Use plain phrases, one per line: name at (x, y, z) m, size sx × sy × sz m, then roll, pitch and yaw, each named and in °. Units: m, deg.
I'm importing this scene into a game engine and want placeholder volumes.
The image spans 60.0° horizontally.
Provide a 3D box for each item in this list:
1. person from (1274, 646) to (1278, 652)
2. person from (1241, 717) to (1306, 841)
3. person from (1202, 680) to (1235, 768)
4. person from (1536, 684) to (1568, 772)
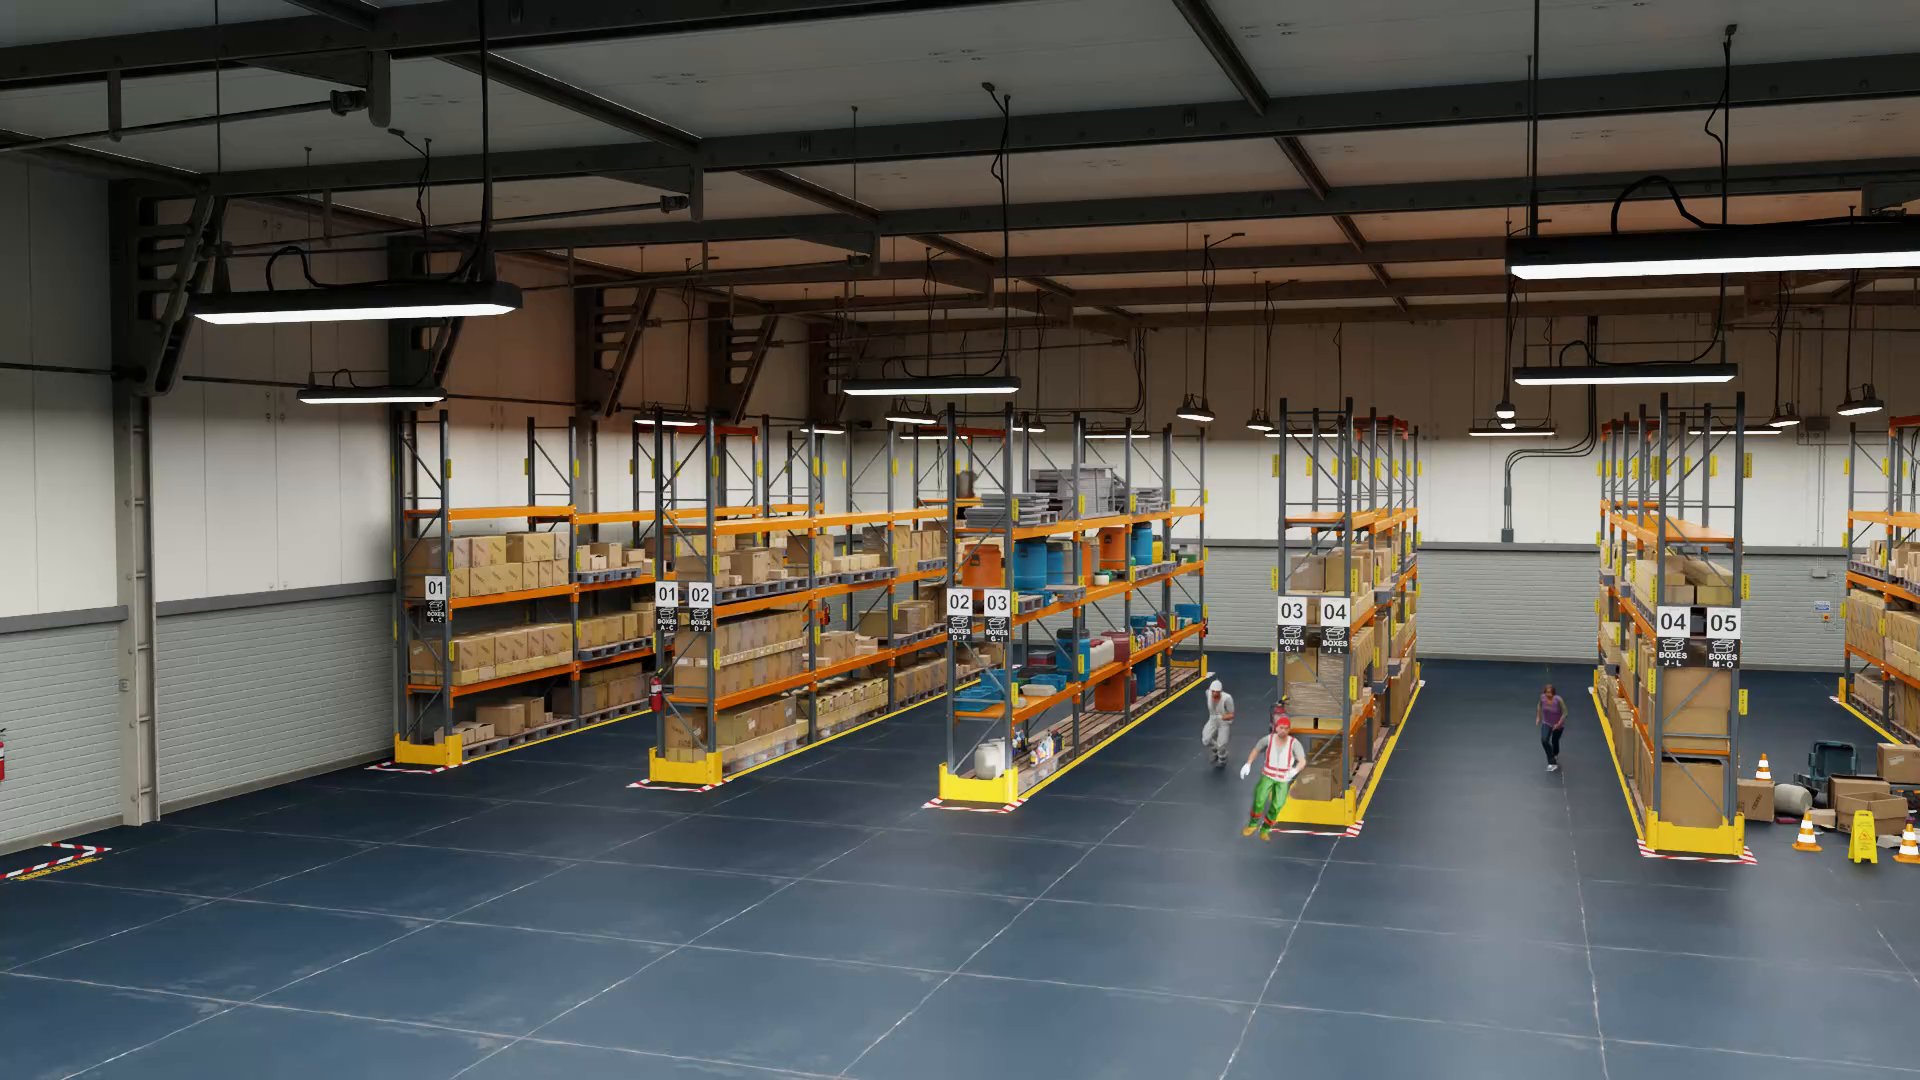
person at (7.194, 2.657, 36.623) m, size 0.570 × 1.548 × 0.834 m, roll 2°, pitch 3°, yaw 39°
person at (4.214, 3.219, 22.322) m, size 0.849 × 1.710 × 0.633 m, roll 0°, pitch 2°, yaw 6°
person at (4.262, 3.041, 27.483) m, size 0.704 × 1.529 × 1.008 m, roll 2°, pitch 3°, yaw 32°
person at (9.891, 3.084, 27.684) m, size 0.530 × 1.462 × 0.964 m, roll 2°, pitch 3°, yaw 33°
